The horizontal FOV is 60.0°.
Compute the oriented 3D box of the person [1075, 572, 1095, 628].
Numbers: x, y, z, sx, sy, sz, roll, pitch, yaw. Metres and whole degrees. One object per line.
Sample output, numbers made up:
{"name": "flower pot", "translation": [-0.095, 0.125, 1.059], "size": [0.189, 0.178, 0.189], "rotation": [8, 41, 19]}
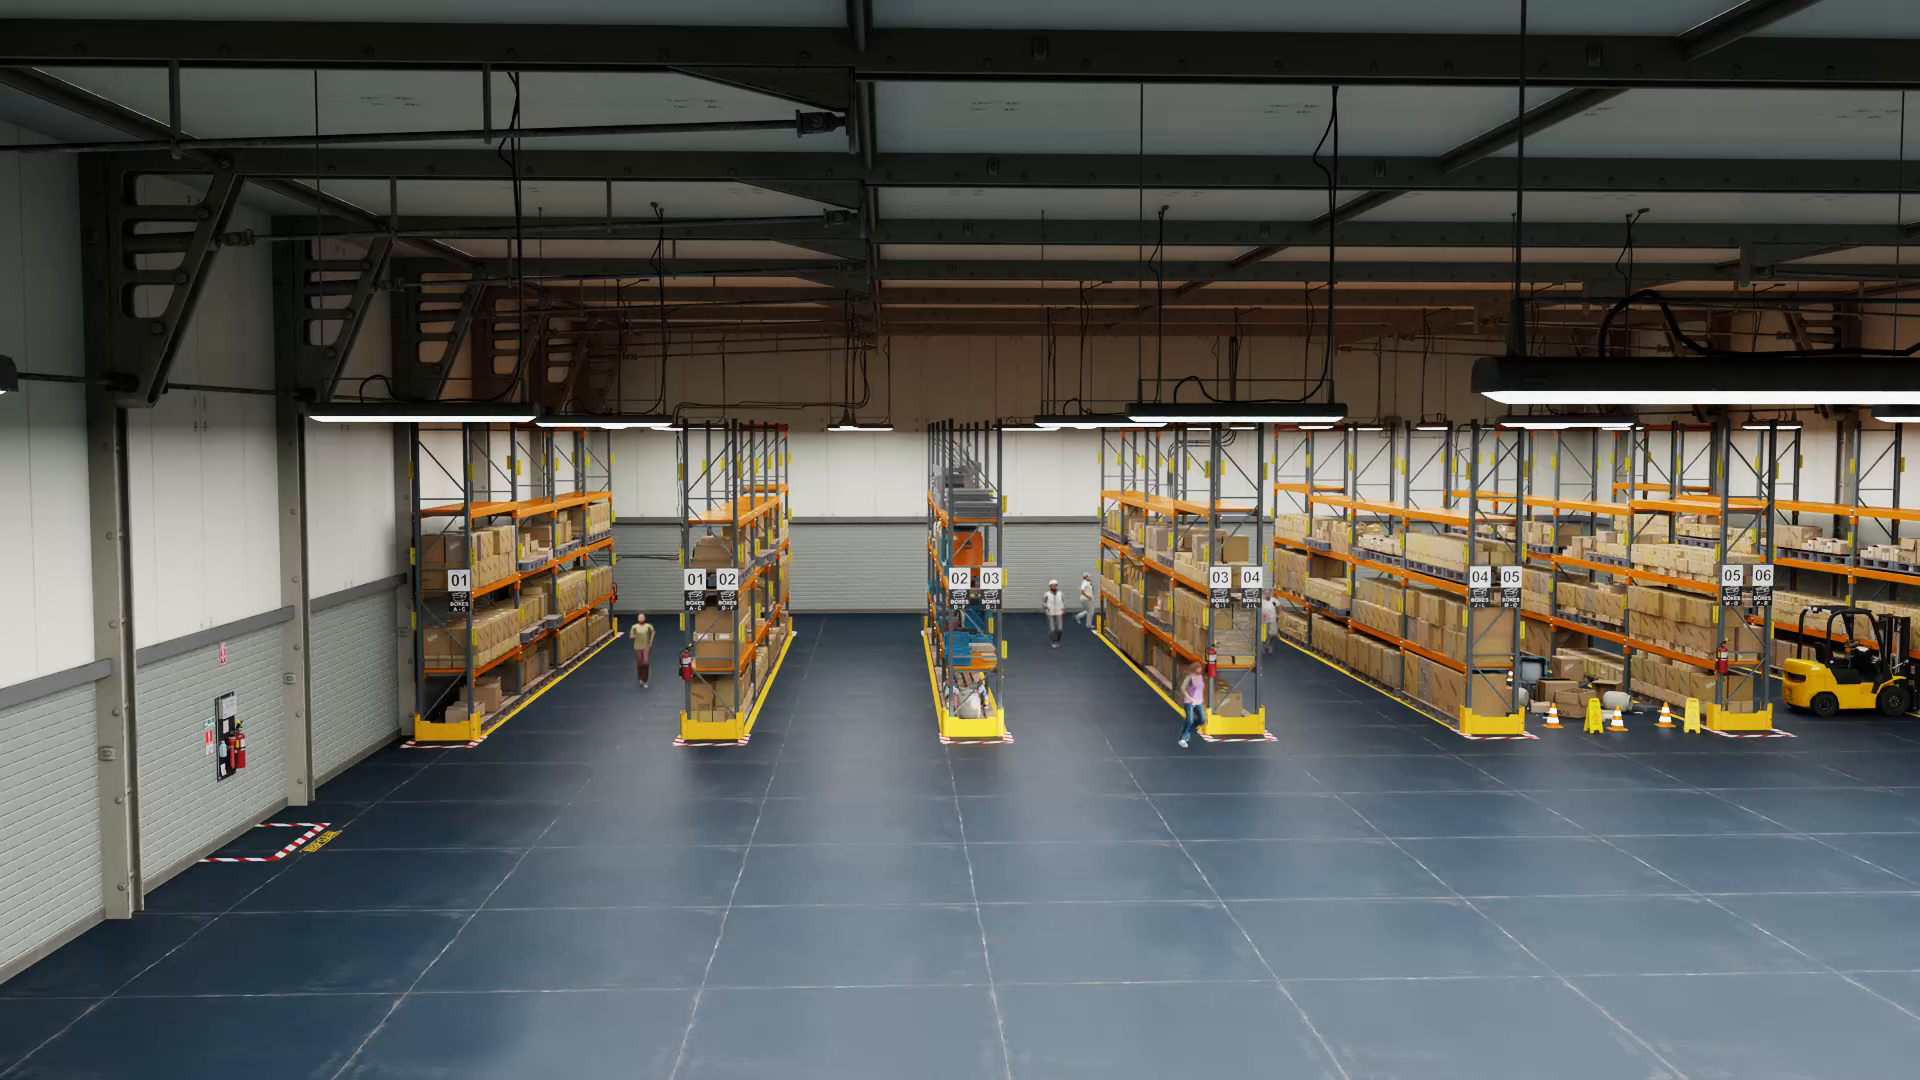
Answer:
{"name": "person", "translation": [3.686, 1.768, 49.088], "size": [0.620, 1.629, 0.632], "rotation": [1, 4, 11]}

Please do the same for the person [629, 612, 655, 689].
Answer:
{"name": "person", "translation": [-7.175, 2.483, 37.523], "size": [0.559, 1.717, 0.698], "rotation": [-1, 4, -8]}

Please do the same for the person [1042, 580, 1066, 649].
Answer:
{"name": "person", "translation": [2.390, 1.889, 41.911], "size": [0.635, 1.773, 0.567], "rotation": [0, 4, -4]}

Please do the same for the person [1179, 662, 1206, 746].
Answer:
{"name": "person", "translation": [4.312, 3.006, 30.495], "size": [0.596, 1.545, 0.476], "rotation": [-2, 4, -33]}

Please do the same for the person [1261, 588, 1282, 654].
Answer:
{"name": "person", "translation": [7.982, 2.092, 42.923], "size": [0.691, 1.738, 0.809], "rotation": [0, 4, 2]}
